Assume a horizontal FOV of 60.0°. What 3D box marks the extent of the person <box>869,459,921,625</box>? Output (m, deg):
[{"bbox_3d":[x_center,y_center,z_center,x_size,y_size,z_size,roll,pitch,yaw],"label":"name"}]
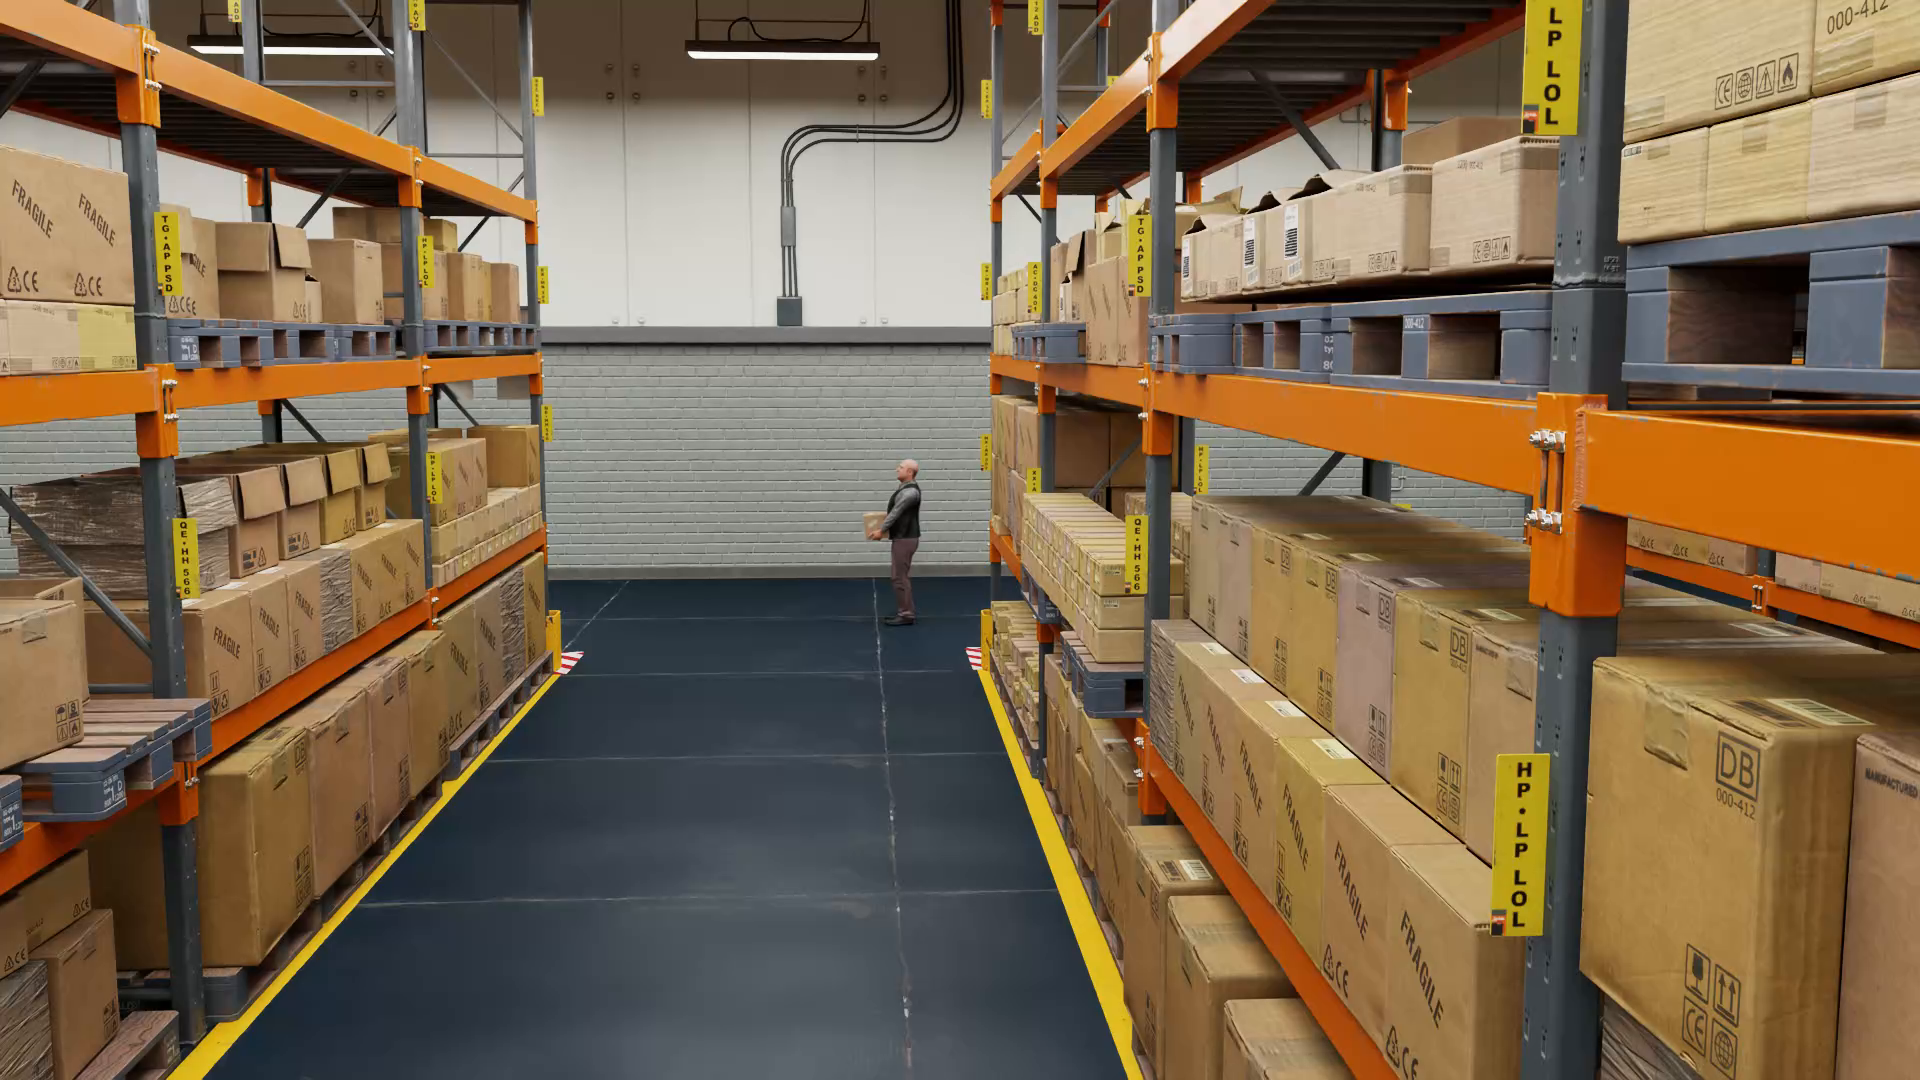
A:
[{"bbox_3d":[-0.675,0.017,17.243,0.551,1.712,0.494,0,7,-4],"label":"person"}]
